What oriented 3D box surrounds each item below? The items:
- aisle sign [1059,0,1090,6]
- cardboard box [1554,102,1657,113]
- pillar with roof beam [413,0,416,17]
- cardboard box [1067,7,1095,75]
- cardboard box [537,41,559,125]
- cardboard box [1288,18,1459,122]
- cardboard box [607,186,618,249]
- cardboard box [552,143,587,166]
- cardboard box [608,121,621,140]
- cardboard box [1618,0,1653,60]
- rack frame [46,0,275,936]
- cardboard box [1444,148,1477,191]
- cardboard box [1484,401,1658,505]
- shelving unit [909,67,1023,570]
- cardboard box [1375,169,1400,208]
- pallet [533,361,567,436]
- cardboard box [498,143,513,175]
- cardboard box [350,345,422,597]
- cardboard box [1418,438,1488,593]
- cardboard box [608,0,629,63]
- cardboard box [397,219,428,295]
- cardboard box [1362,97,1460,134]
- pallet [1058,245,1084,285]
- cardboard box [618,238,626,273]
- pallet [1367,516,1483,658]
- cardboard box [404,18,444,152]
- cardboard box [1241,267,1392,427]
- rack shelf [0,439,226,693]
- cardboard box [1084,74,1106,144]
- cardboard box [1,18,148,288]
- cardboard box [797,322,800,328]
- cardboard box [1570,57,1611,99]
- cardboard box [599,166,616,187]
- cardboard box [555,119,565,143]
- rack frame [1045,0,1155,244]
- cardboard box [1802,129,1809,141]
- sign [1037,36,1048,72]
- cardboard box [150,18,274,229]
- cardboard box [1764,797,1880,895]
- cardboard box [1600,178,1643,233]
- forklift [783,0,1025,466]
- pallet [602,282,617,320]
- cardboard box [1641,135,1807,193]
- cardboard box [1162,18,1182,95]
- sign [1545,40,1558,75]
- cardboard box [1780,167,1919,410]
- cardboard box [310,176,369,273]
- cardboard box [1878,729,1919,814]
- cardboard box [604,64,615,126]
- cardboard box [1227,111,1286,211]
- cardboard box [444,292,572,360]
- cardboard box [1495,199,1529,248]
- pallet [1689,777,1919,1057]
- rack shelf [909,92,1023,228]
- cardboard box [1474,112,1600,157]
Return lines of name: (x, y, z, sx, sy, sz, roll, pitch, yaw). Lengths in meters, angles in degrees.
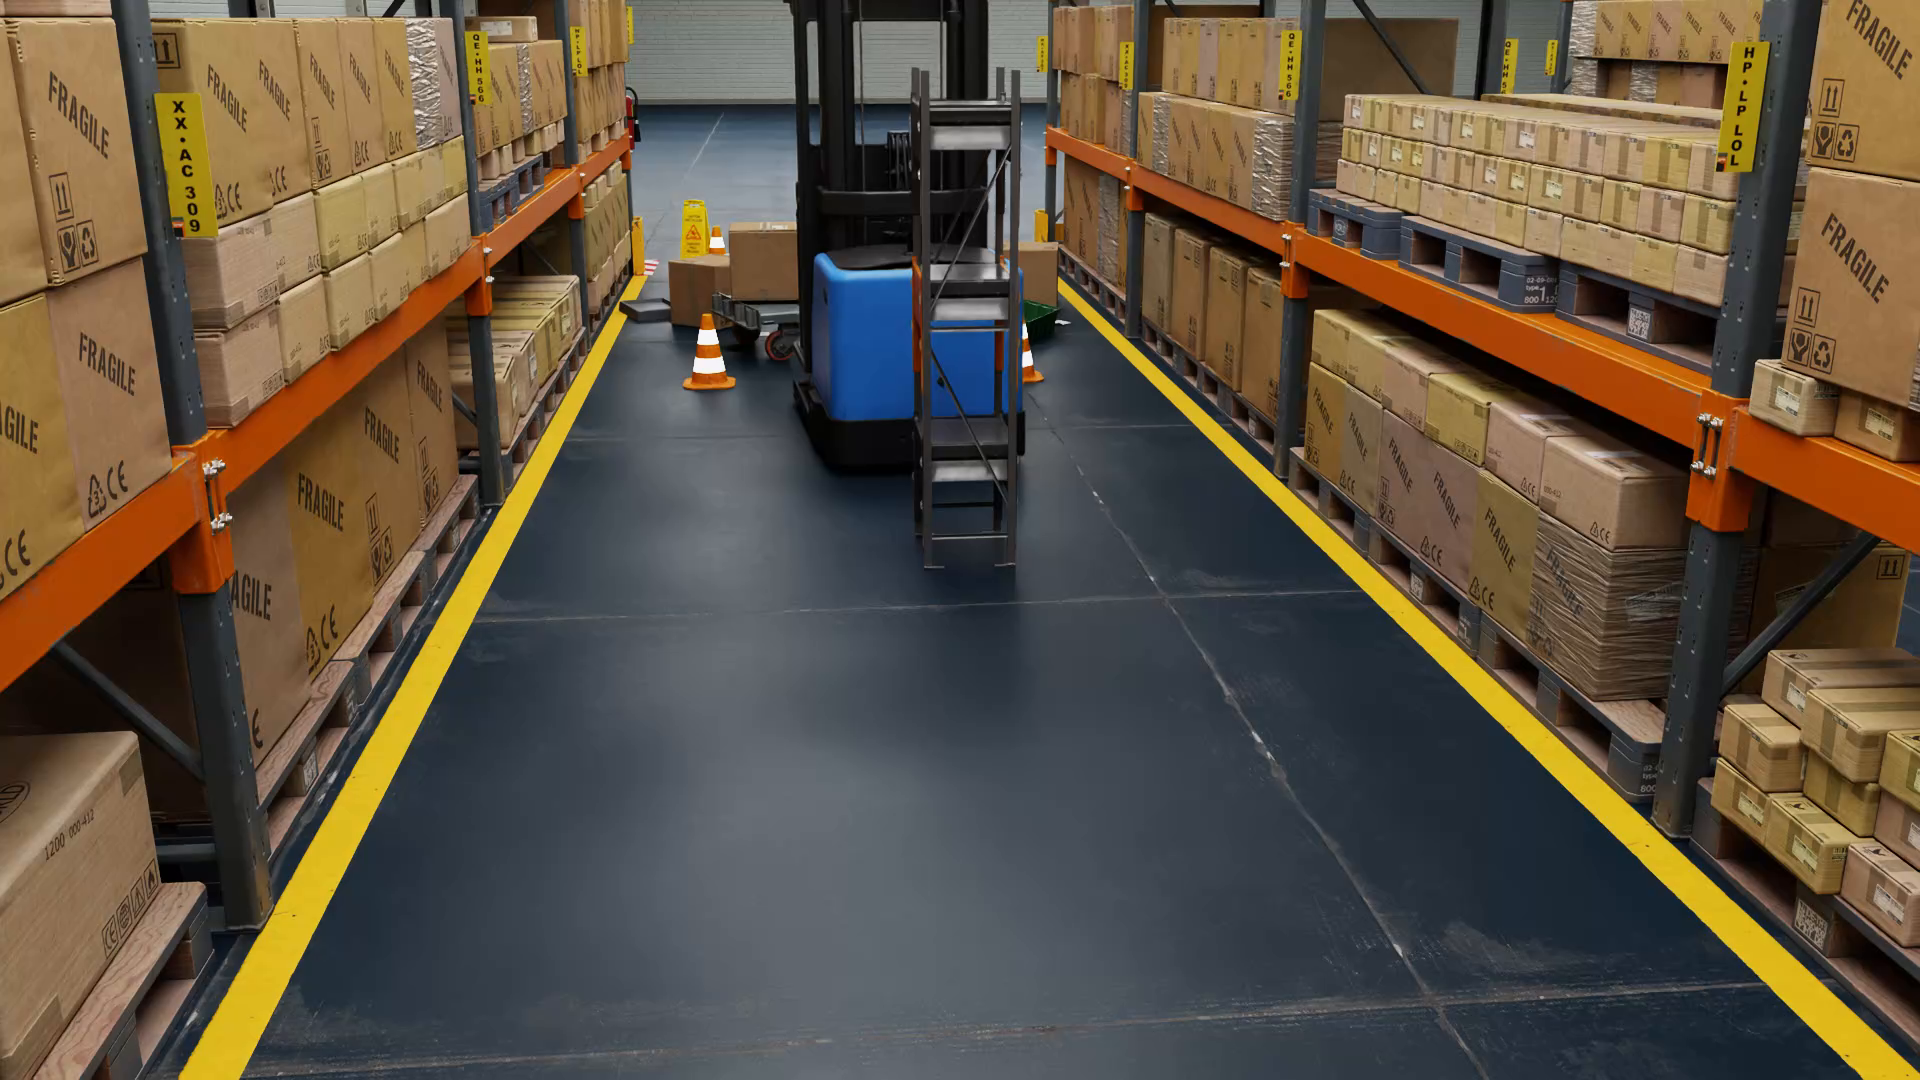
aisle sign: (1.026, -5.409, 15.559, 0.394, 0.787, 0.004, -2, 18, -6)
cardboard box: (2.746, -1.774, 7.044, 0.380, 0.149, 0.250, -1, 17, -4)
pillar with roof beam: (-7.536, -13.730, 36.387, 9.100, 9.000, 0.400, -2, 18, -6)
cardboard box: (1.403, -4.300, 14.313, 0.875, 0.550, 0.550, -2, 18, -6)
cardboard box: (-2.840, -2.894, 10.523, 0.500, 0.500, 0.500, -2, 18, -5)
cardboard box: (2.121, -2.432, 8.581, 0.700, 0.500, 0.500, -2, 18, -6)
cardboard box: (-3.137, -2.684, 13.855, 0.500, 0.500, 0.500, -2, 18, -7)
cardboard box: (-2.882, -2.766, 11.900, 0.380, 0.149, 0.250, -2, 18, -6)
cardboard box: (-3.132, -3.525, 14.315, 0.380, 0.149, 0.250, -1, 17, -5)
cardboard box: (6.159, -4.476, 14.595, 0.500, 0.500, 0.500, -2, 18, -6)
rack frame: (-2.343, -0.399, 3.940, 1.000, 3.000, 0.127, -2, 18, -6)
cardboard box: (2.142, -1.462, 6.548, 0.380, 0.149, 0.250, -2, 18, -6)
cardboard box: (2.202, -0.315, 5.893, 0.500, 0.250, 0.500, -1, 17, -3)
shelving unit: (0.017, -0.952, 7.205, 0.431, 2.100, 0.503, -2, 18, -6)
cardboard box: (2.058, -1.554, 7.338, 0.380, 0.149, 0.250, -1, 17, -3)
pallet: (-2.958, -0.856, 10.050, 1.003, 0.211, 1.213, -2, 18, -6)
cardboard box: (-2.591, -2.024, 8.836, 0.380, 0.149, 0.250, -2, 18, -5)
cardboard box: (-2.680, -0.303, 6.480, 0.875, 0.875, 0.875, -2, 17, -5)
cardboard box: (2.142, -0.108, 6.486, 0.500, 0.500, 0.500, -2, 18, -7)
cardboard box: (-3.112, -4.195, 13.700, 0.700, 0.500, 0.500, -2, 18, -6)
cardboard box: (-2.341, -1.074, 6.341, 0.500, 0.250, 0.500, -2, 18, -6)
cardboard box: (2.043, -1.914, 7.492, 0.380, 0.149, 0.250, -2, 18, -7)
pallet: (1.492, -2.591, 15.577, 1.003, 0.211, 1.213, -2, 18, -6)
cardboard box: (-3.185, -2.475, 14.444, 0.500, 0.250, 0.500, -2, 18, -5)
pallet: (2.359, 0.152, 6.839, 1.003, 0.211, 1.213, -2, 18, -6)
cardboard box: (-2.381, -1.817, 6.620, 0.500, 0.500, 0.500, -1, 17, -5)
cardboard box: (2.184, -1.085, 9.179, 1.050, 0.750, 0.750, -2, 18, -6)
rack shelf: (-2.137, 0.540, 2.149, 1.077, 0.370, 4.000, -2, 18, -6)
cardboard box: (1.522, -3.629, 13.978, 0.875, 0.550, 0.500, -2, 18, -6)
cardboard box: (-2.020, -0.792, 3.354, 0.500, 0.500, 0.500, -2, 18, -6)
cardboard box: (-1.118, -1.787, 12.925, 0.396, 0.266, 0.258, 16, 24, 42)
cardboard box: (6.305, -4.305, 15.719, 0.875, 0.500, 0.500, -2, 18, -6)
cardboard box: (-3.086, -3.038, 13.902, 0.380, 0.149, 0.250, -1, 17, -3)
cardboard box: (-2.841, -2.718, 11.045, 0.380, 0.149, 0.250, -2, 17, -5)
rack frame: (1.332, -4.157, 15.911, 1.000, 3.000, 0.127, -2, 18, -6)
cardboard box: (2.928, -1.237, 5.335, 0.380, 0.149, 0.250, -2, 18, -5)
sign: (0.779, -4.593, 15.720, 0.100, 0.325, 0.005, -2, 18, -6)
cardboard box: (-2.103, -1.064, 4.221, 0.500, 0.500, 0.500, -2, 17, -5)
cardboard box: (2.315, 0.776, 4.257, 0.380, 0.149, 0.250, -1, 17, -4)
cardboard box: (2.281, -1.069, 5.297, 0.380, 0.149, 0.250, -1, 17, -3)
forklift: (-0.428, -2.186, 9.747, 1.130, 2.935, 3.031, -3, 18, -10)
pallet: (-3.402, -2.015, 13.744, 1.003, 0.211, 1.213, -2, 18, -6)
cardboard box: (2.306, -1.140, 5.025, 0.380, 0.149, 0.250, -2, 18, -7)
cardboard box: (1.802, -3.342, 11.479, 0.700, 0.500, 0.500, -2, 18, -7)
sign: (5.736, -4.676, 16.120, 0.100, 0.325, 0.005, -2, 18, -6)
cardboard box: (2.370, -0.616, 3.968, 0.500, 0.500, 0.500, -2, 18, -7)
cardboard box: (-2.216, -1.011, 5.306, 0.500, 0.250, 0.500, -2, 17, -5)
cardboard box: (2.444, 0.561, 3.948, 0.380, 0.149, 0.250, -2, 18, -6)
cardboard box: (-3.156, -3.712, 13.829, 0.500, 0.500, 0.500, -2, 18, -6)
cardboard box: (1.794, -2.096, 9.178, 0.500, 0.500, 0.500, -2, 18, -6)
cardboard box: (-3.034, -1.359, 10.683, 0.950, 0.372, 0.625, -1, 17, -2)
cardboard box: (2.194, -1.163, 6.091, 0.380, 0.149, 0.250, -1, 17, -3)
pallet: (2.674, 0.948, 4.306, 1.003, 0.211, 1.213, -2, 18, -6)
rack shelf: (0.017, -1.607, 7.000, 0.431, 0.518, 0.480, -2, 18, -6)
cardboard box: (2.171, -1.528, 6.262, 0.380, 0.149, 0.250, -2, 18, -6)
